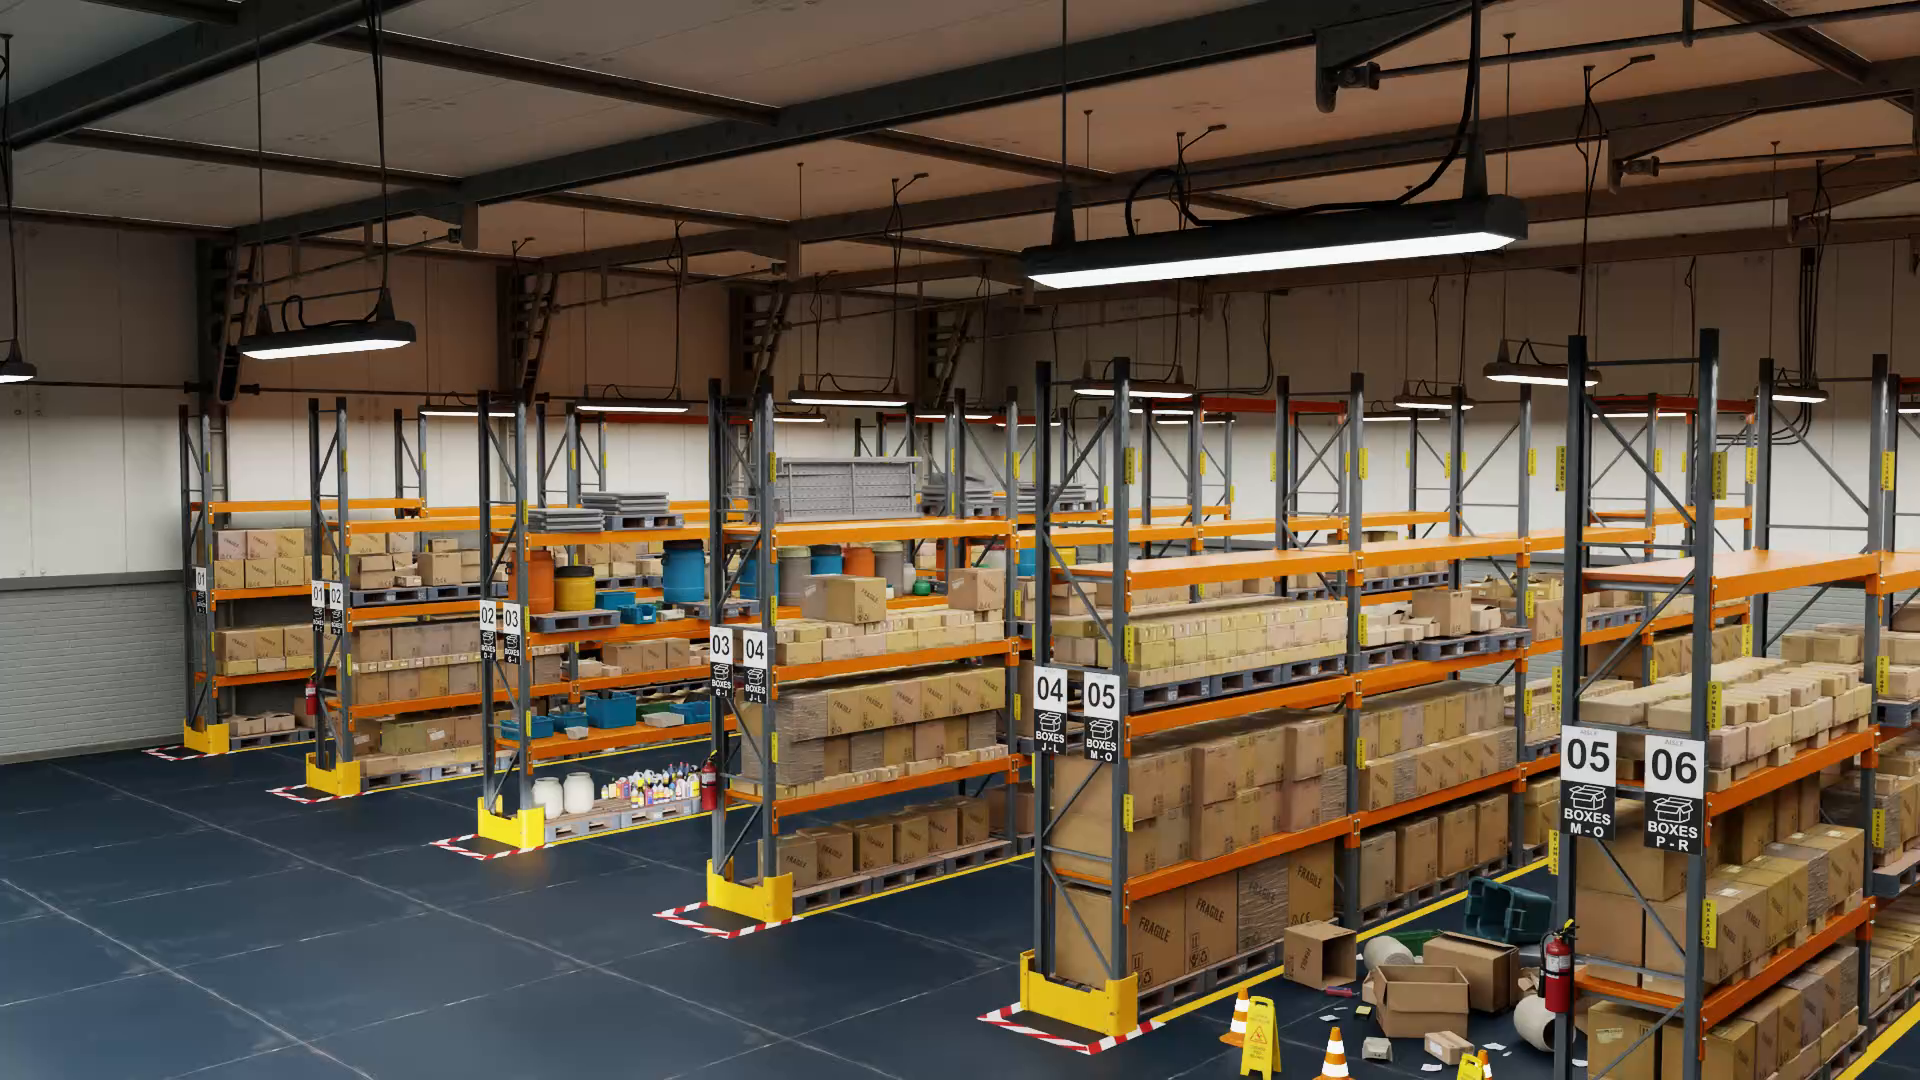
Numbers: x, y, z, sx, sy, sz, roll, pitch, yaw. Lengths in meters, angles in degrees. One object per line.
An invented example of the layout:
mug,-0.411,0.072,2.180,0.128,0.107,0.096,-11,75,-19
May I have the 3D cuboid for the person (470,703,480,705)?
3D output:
person,-8.442,2.878,29.180,0.947,1.567,0.602,-2,4,-36
